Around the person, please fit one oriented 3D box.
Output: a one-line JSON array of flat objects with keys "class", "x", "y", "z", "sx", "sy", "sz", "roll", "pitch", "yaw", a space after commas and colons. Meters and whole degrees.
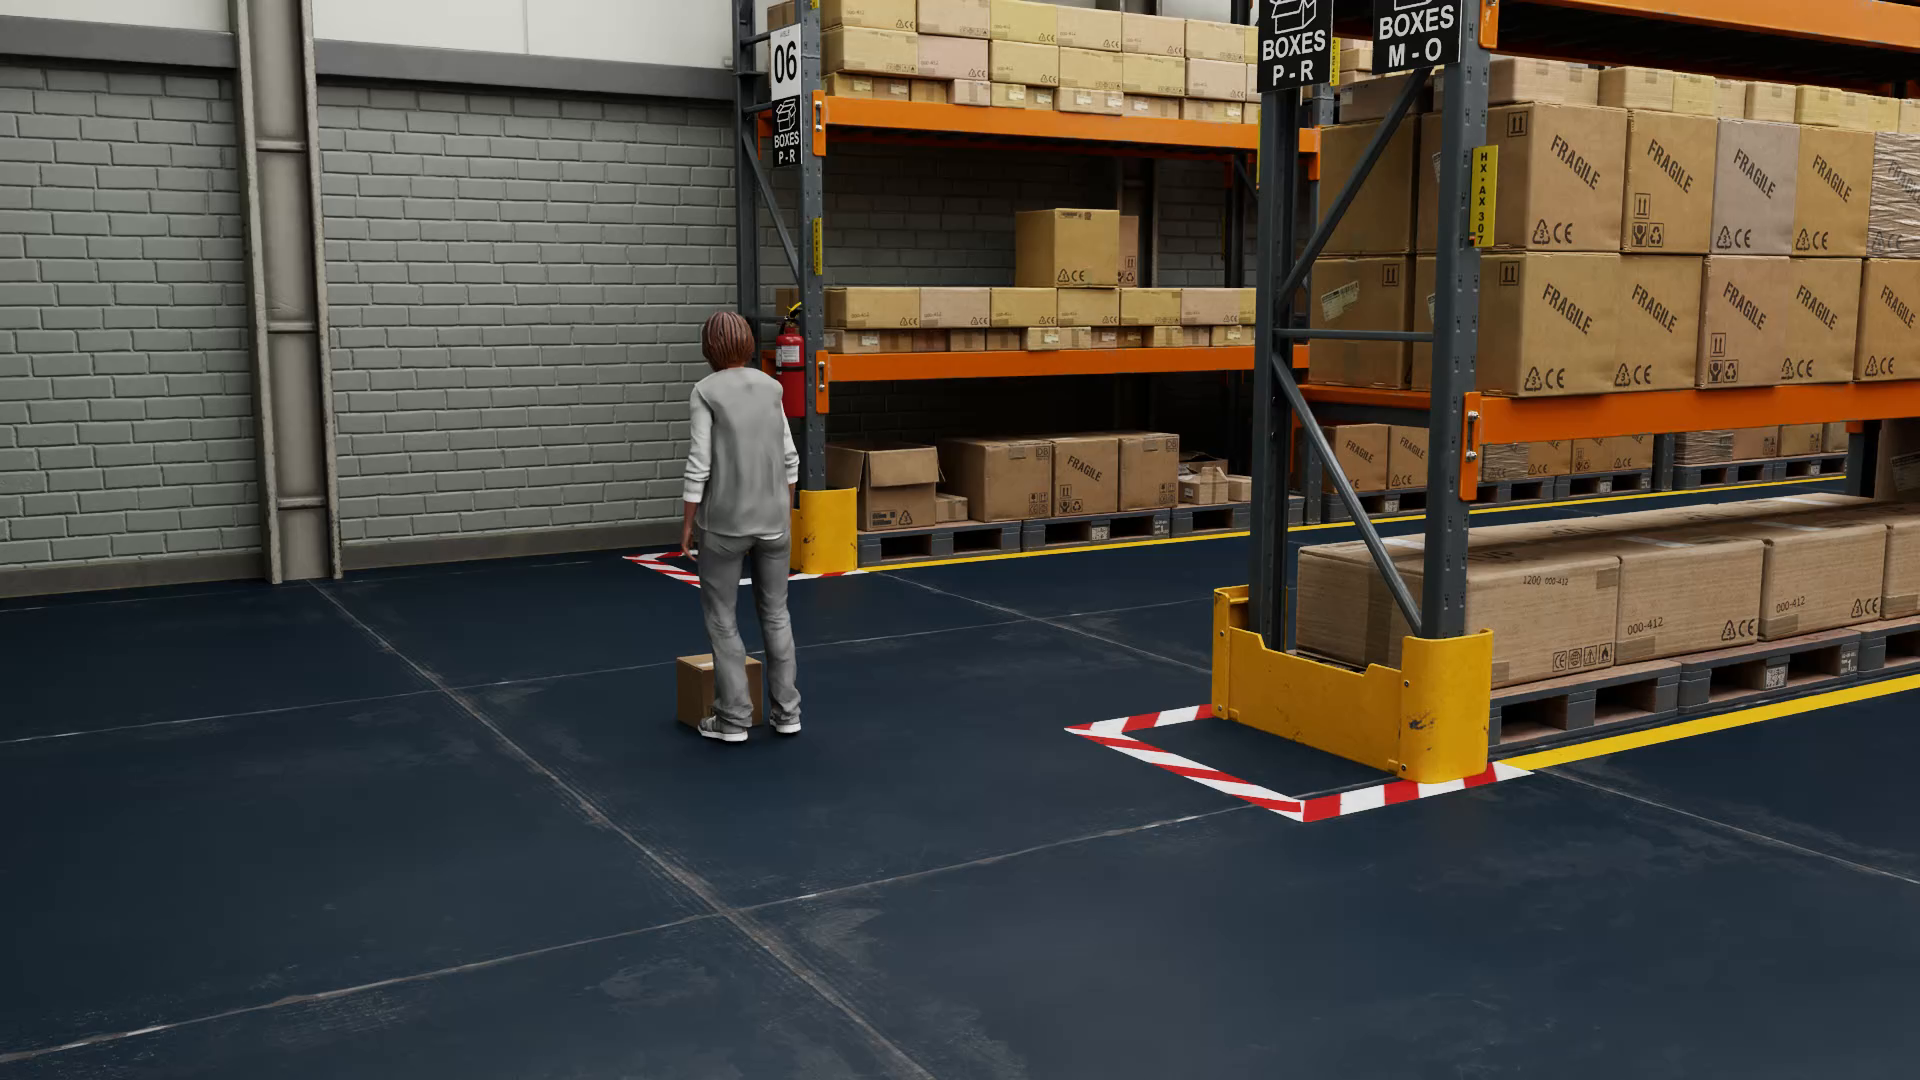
[{"class": "person", "x": -0.806, "y": -0.045, "z": 6.177, "sx": 0.485, "sy": 1.594, "sz": 0.341, "roll": -6, "pitch": 10, "yaw": -34}]
